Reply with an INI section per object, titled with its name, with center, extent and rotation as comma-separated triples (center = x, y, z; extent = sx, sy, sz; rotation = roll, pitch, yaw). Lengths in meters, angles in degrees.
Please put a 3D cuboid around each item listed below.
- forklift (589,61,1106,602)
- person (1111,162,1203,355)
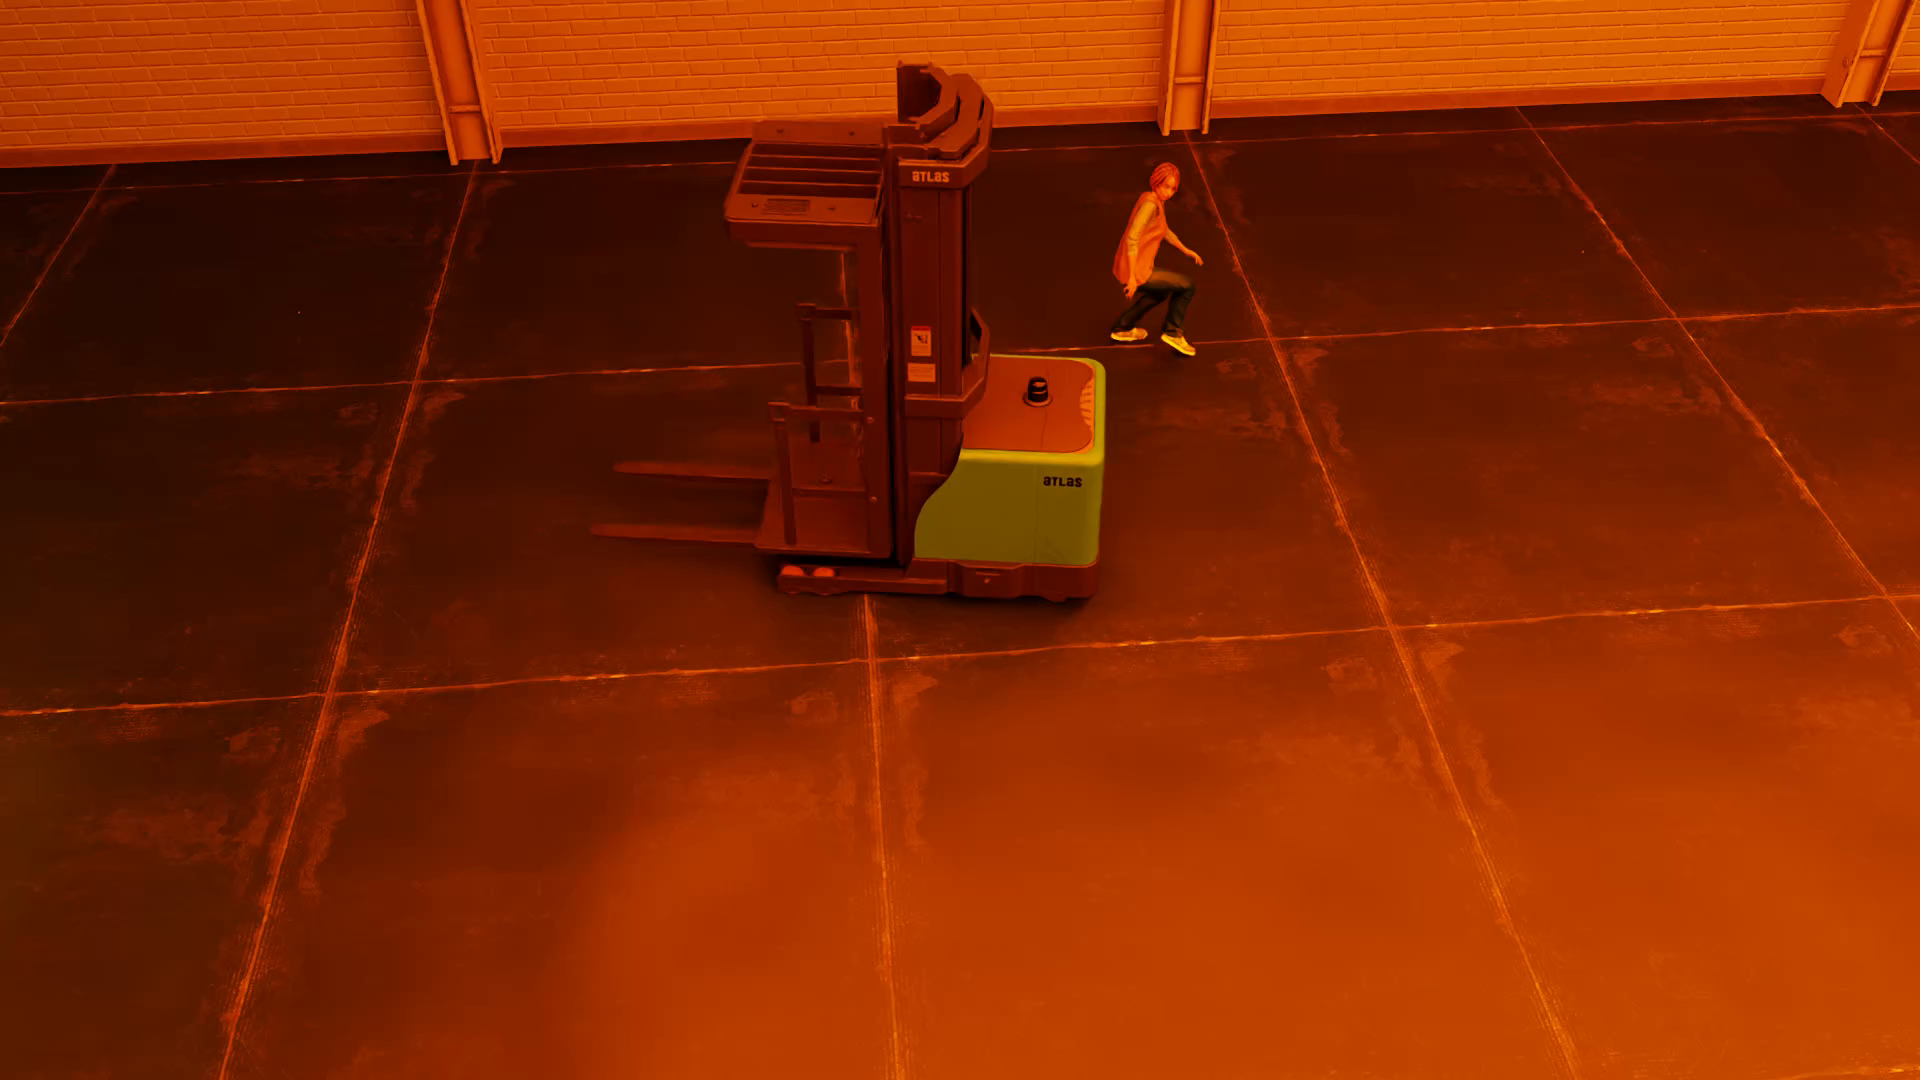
[forklift]
center = -0.676, -1.128, 9.257
extent = 3.031, 2.935, 1.130
rotation = 3, 41, 3
[person]
center = 1.366, -1.862, 11.323
extent = 0.654, 1.398, 0.642
rotation = -4, 41, -5
